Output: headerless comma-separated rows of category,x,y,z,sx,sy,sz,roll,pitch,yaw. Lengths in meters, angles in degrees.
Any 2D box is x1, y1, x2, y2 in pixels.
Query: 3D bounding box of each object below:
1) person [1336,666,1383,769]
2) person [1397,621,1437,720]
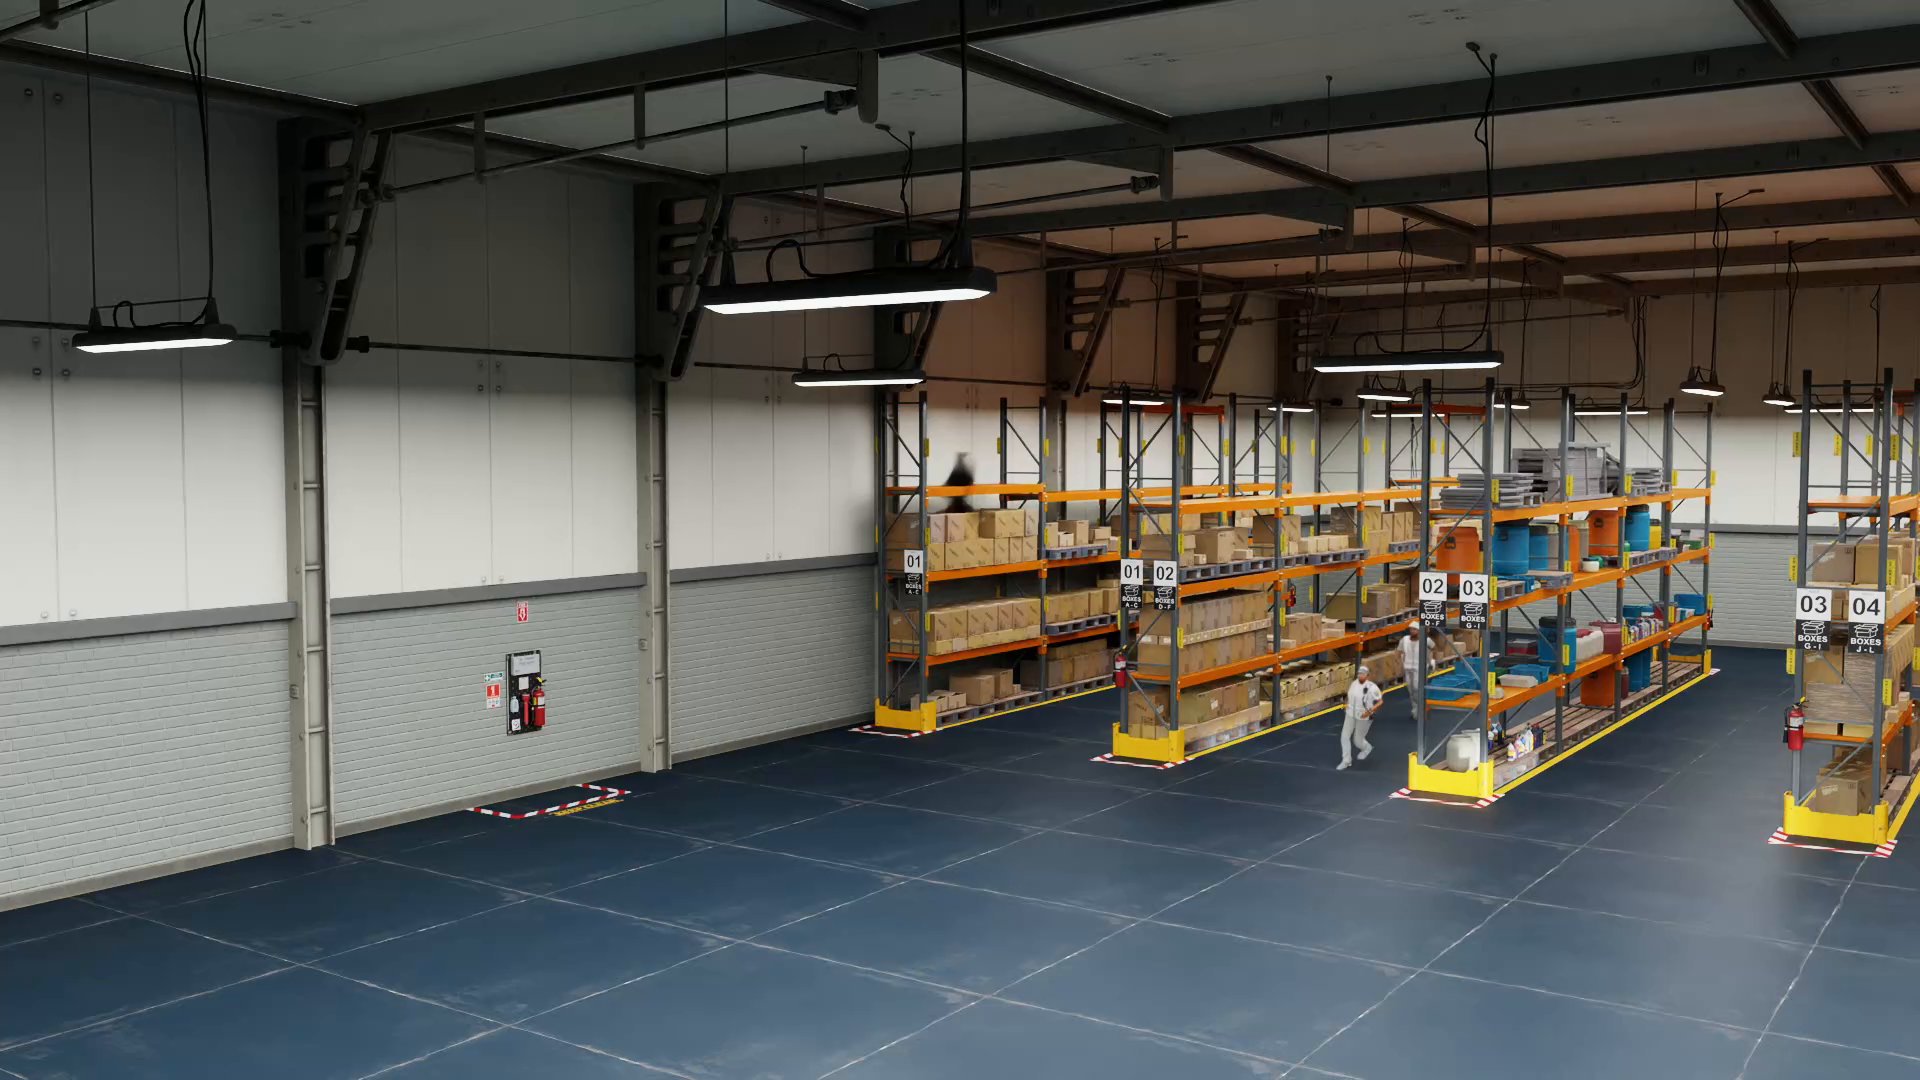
person,6.300,2.763,25.982,0.665,1.627,0.741,3,4,42
person,8.417,2.408,30.754,0.666,1.814,0.823,2,4,33
